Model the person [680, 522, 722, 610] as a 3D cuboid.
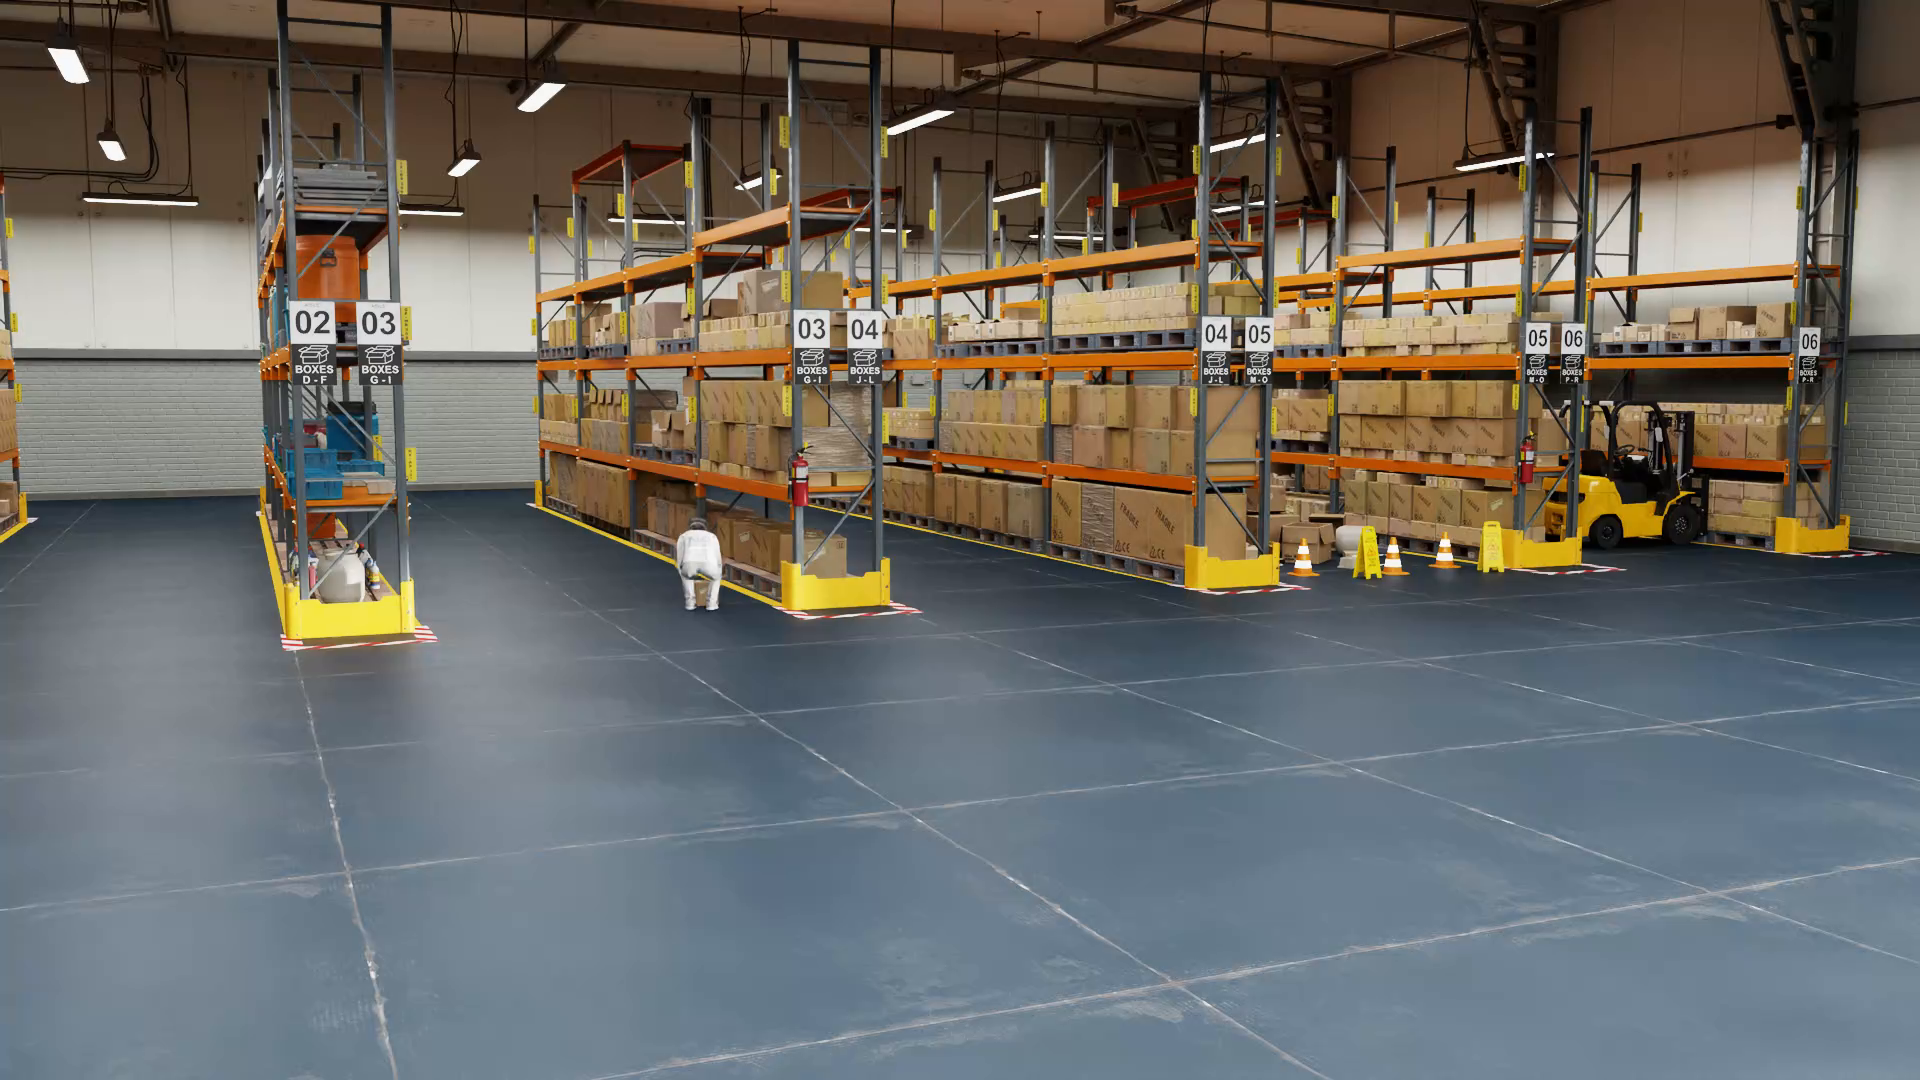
[{"bbox_3d":[-2.798,0.264,18.009,0.437,0.947,0.891,-1,6,-5],"label":"person"}]
